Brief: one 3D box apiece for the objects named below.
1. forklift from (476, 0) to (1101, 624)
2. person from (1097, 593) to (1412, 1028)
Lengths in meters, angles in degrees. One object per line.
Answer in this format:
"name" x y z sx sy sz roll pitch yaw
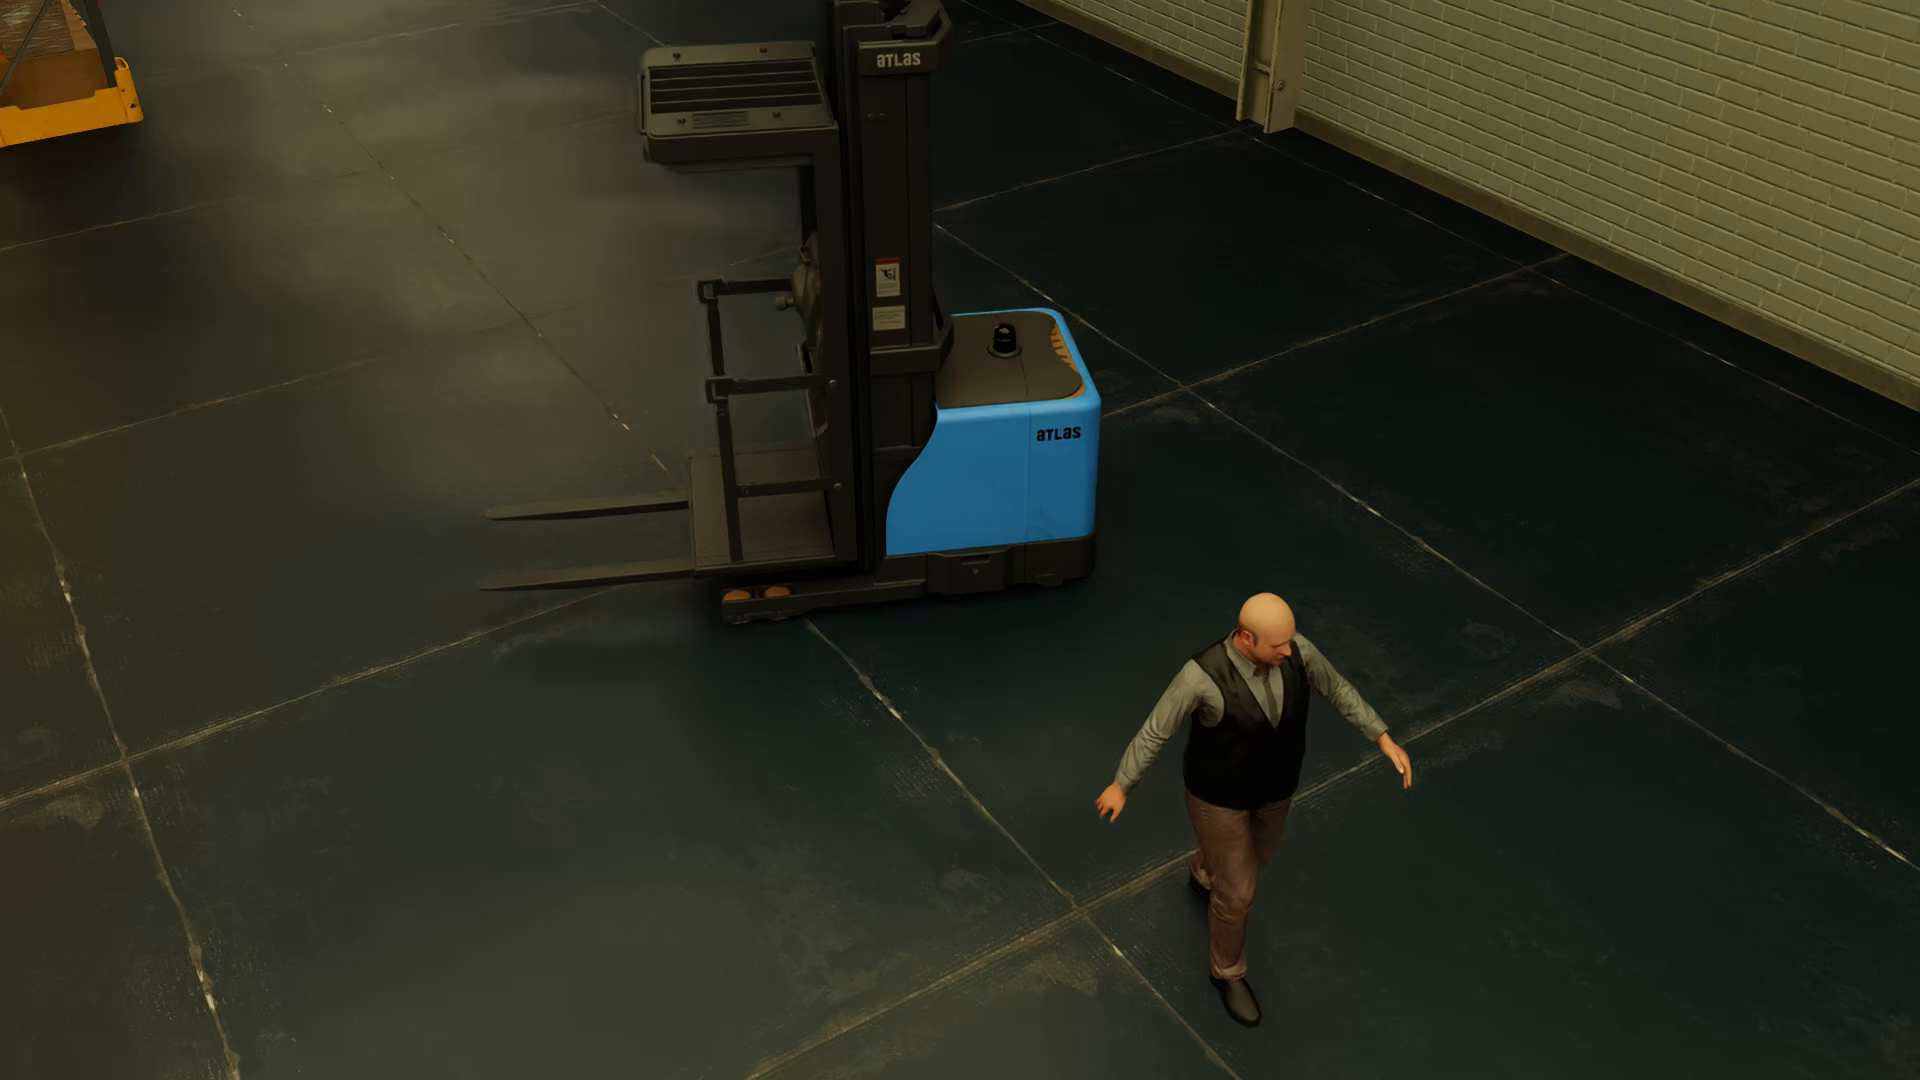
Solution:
"forklift" -0.885 -1.115 7.735 3.031 2.935 1.130 -5 35 -8
"person" 1.005 0.910 5.943 0.943 1.701 0.756 -17 38 -22
